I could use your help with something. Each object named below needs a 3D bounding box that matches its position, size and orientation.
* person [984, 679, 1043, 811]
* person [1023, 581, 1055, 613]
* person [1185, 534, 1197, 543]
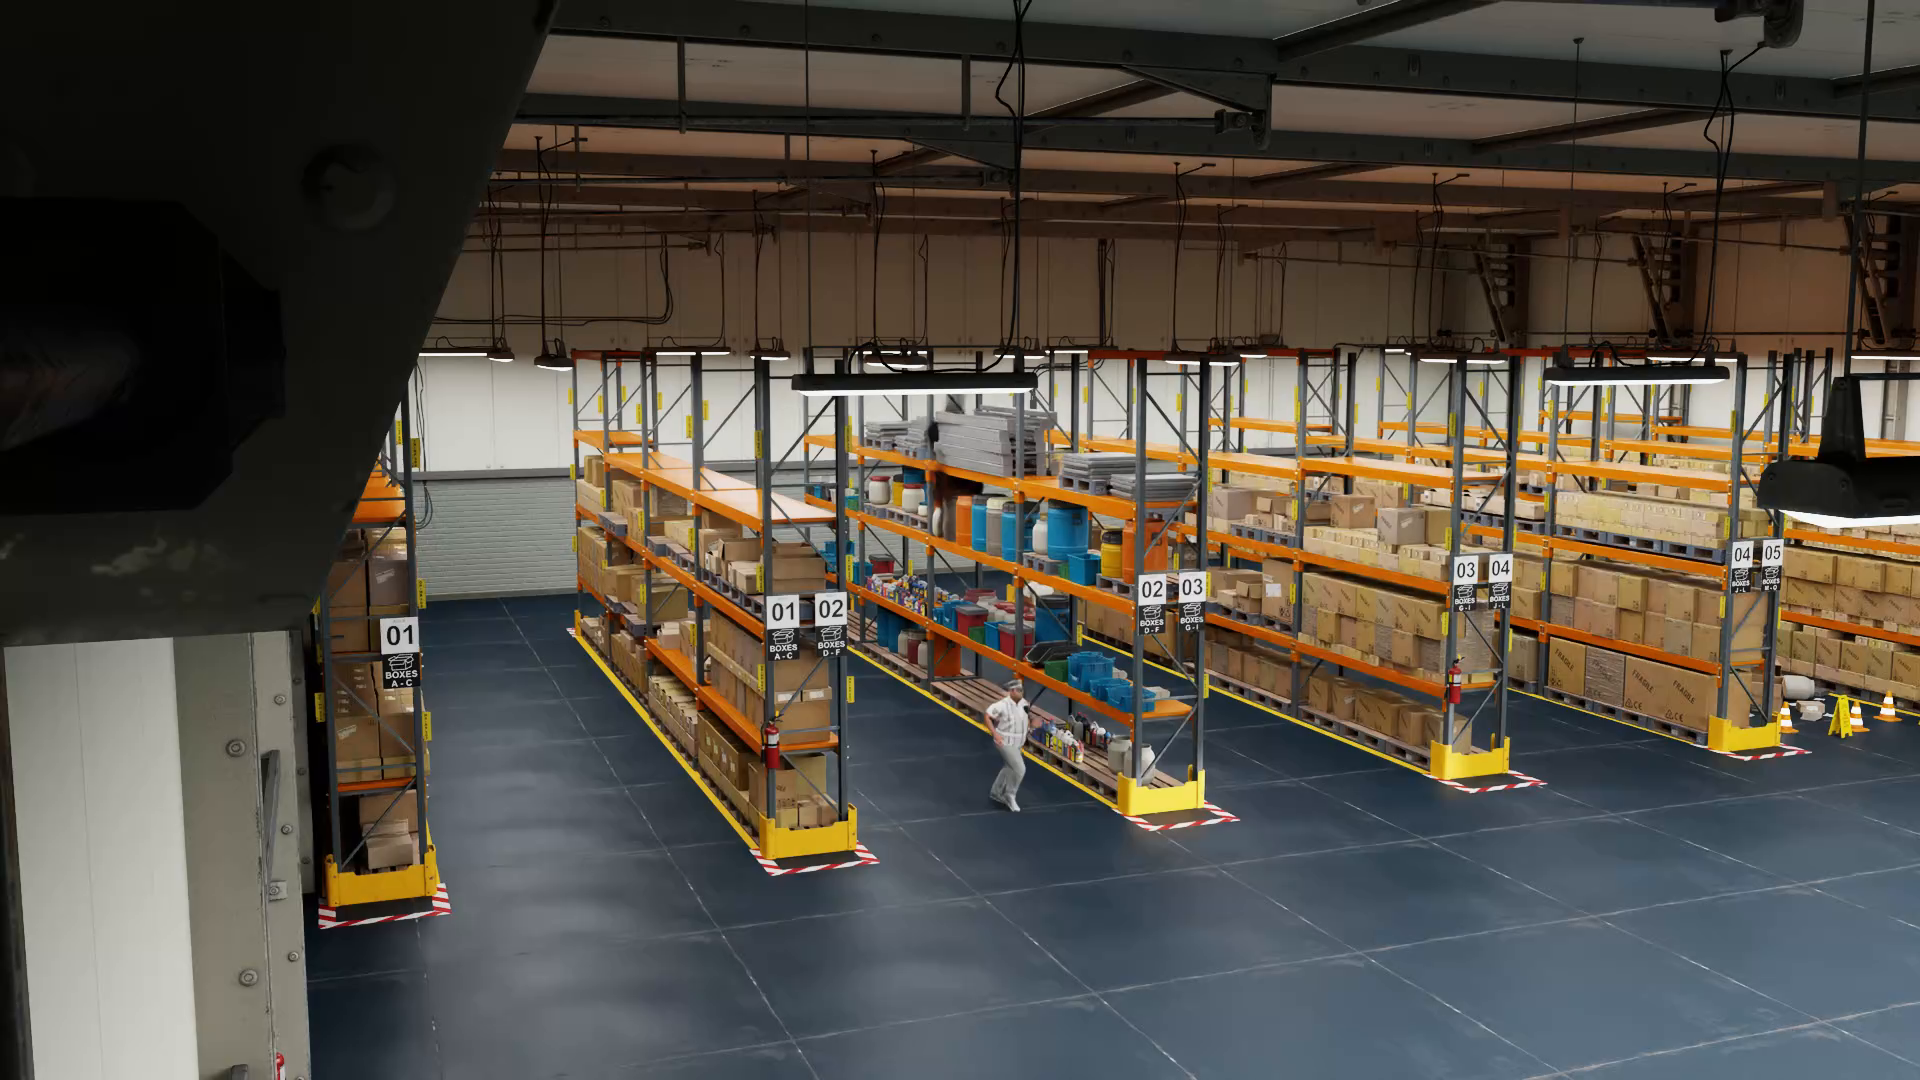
[{"bbox_3d":[0.694,2.735,22.136,0.808,1.822,0.660,5,9,37],"label":"person"},{"bbox_3d":[1.505,1.333,31.107,0.702,1.724,0.598,-4,8,-29],"label":"person"},{"bbox_3d":[5.767,0.321,41.489,0.682,1.777,0.756,6,9,40],"label":"person"}]
